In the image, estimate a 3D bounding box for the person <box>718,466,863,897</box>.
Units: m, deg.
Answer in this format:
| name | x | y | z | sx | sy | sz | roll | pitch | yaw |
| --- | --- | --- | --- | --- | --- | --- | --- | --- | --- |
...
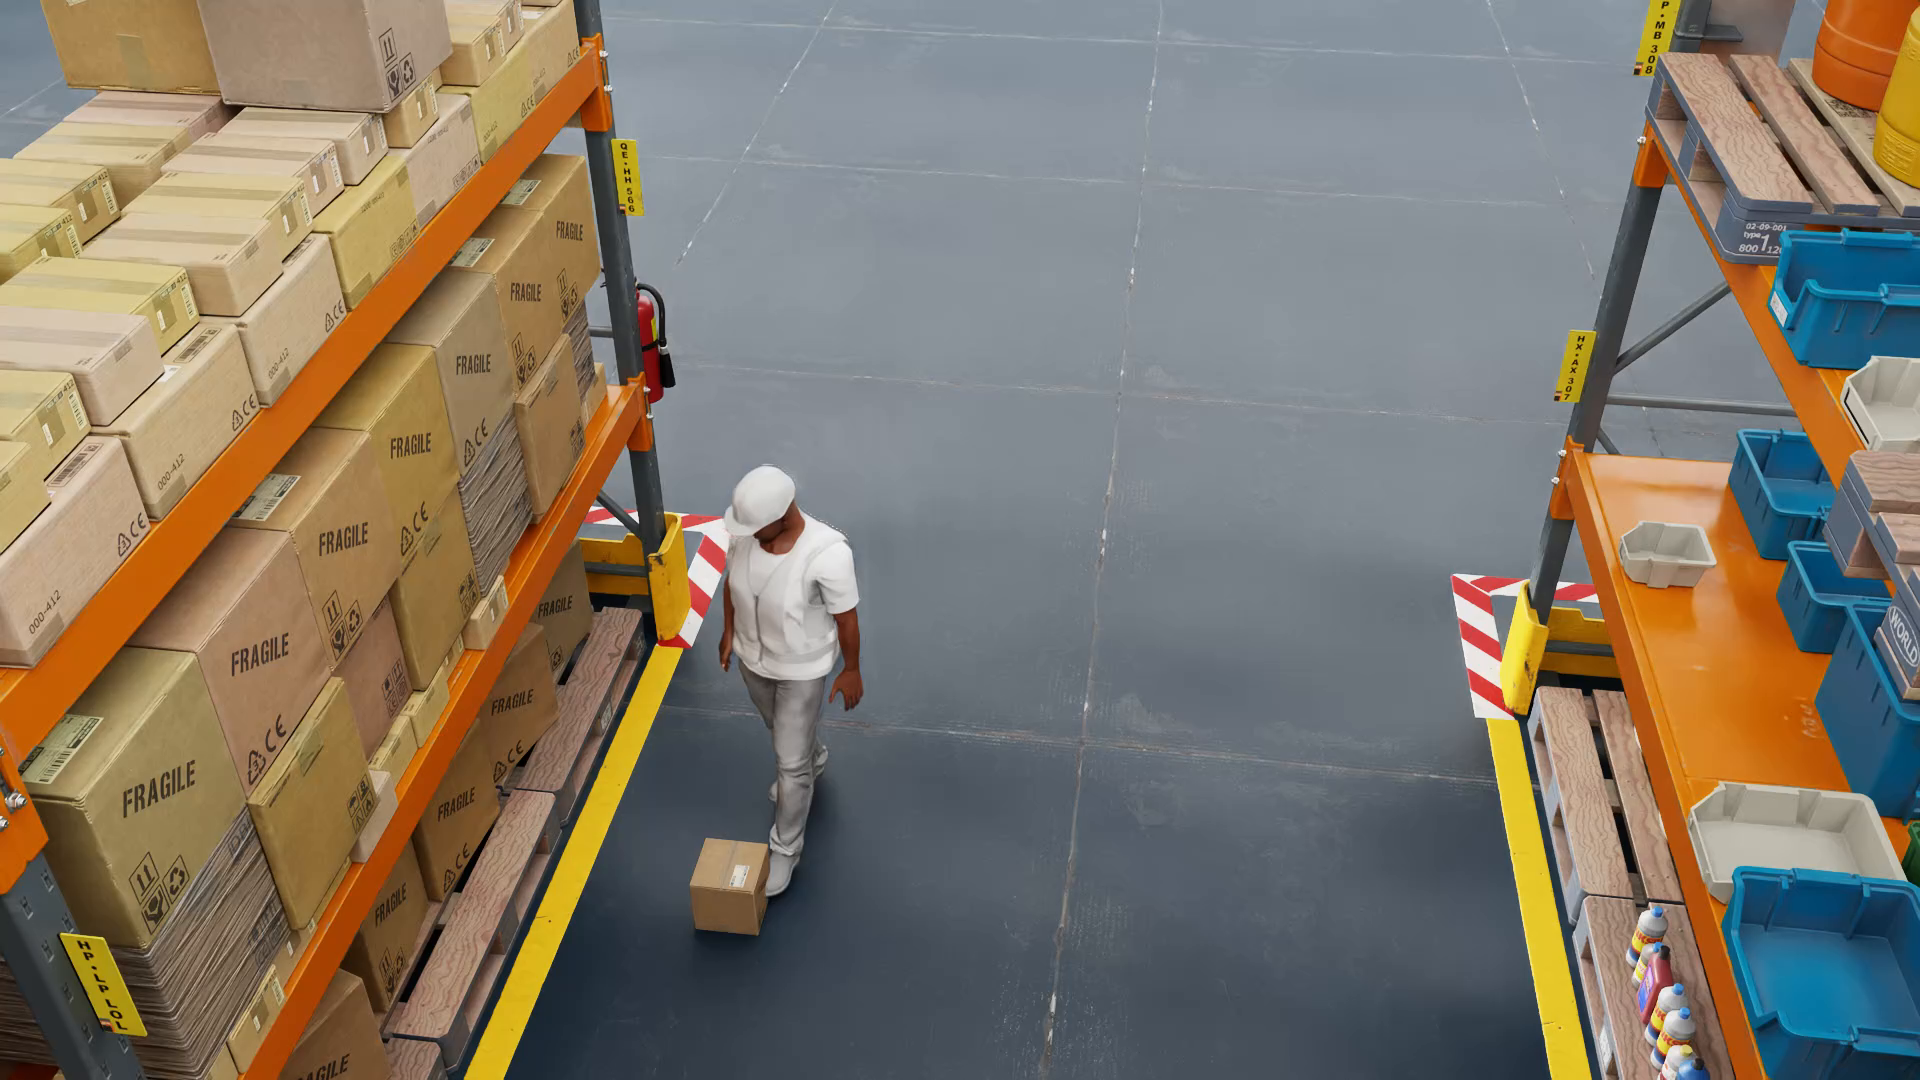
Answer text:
| name | x | y | z | sx | sy | sz | roll | pitch | yaw |
| --- | --- | --- | --- | --- | --- | --- | --- | --- | --- |
| person | -0.725 | 0.486 | 6.342 | 0.629 | 1.738 | 0.769 | 21 | 41 | 26 |
